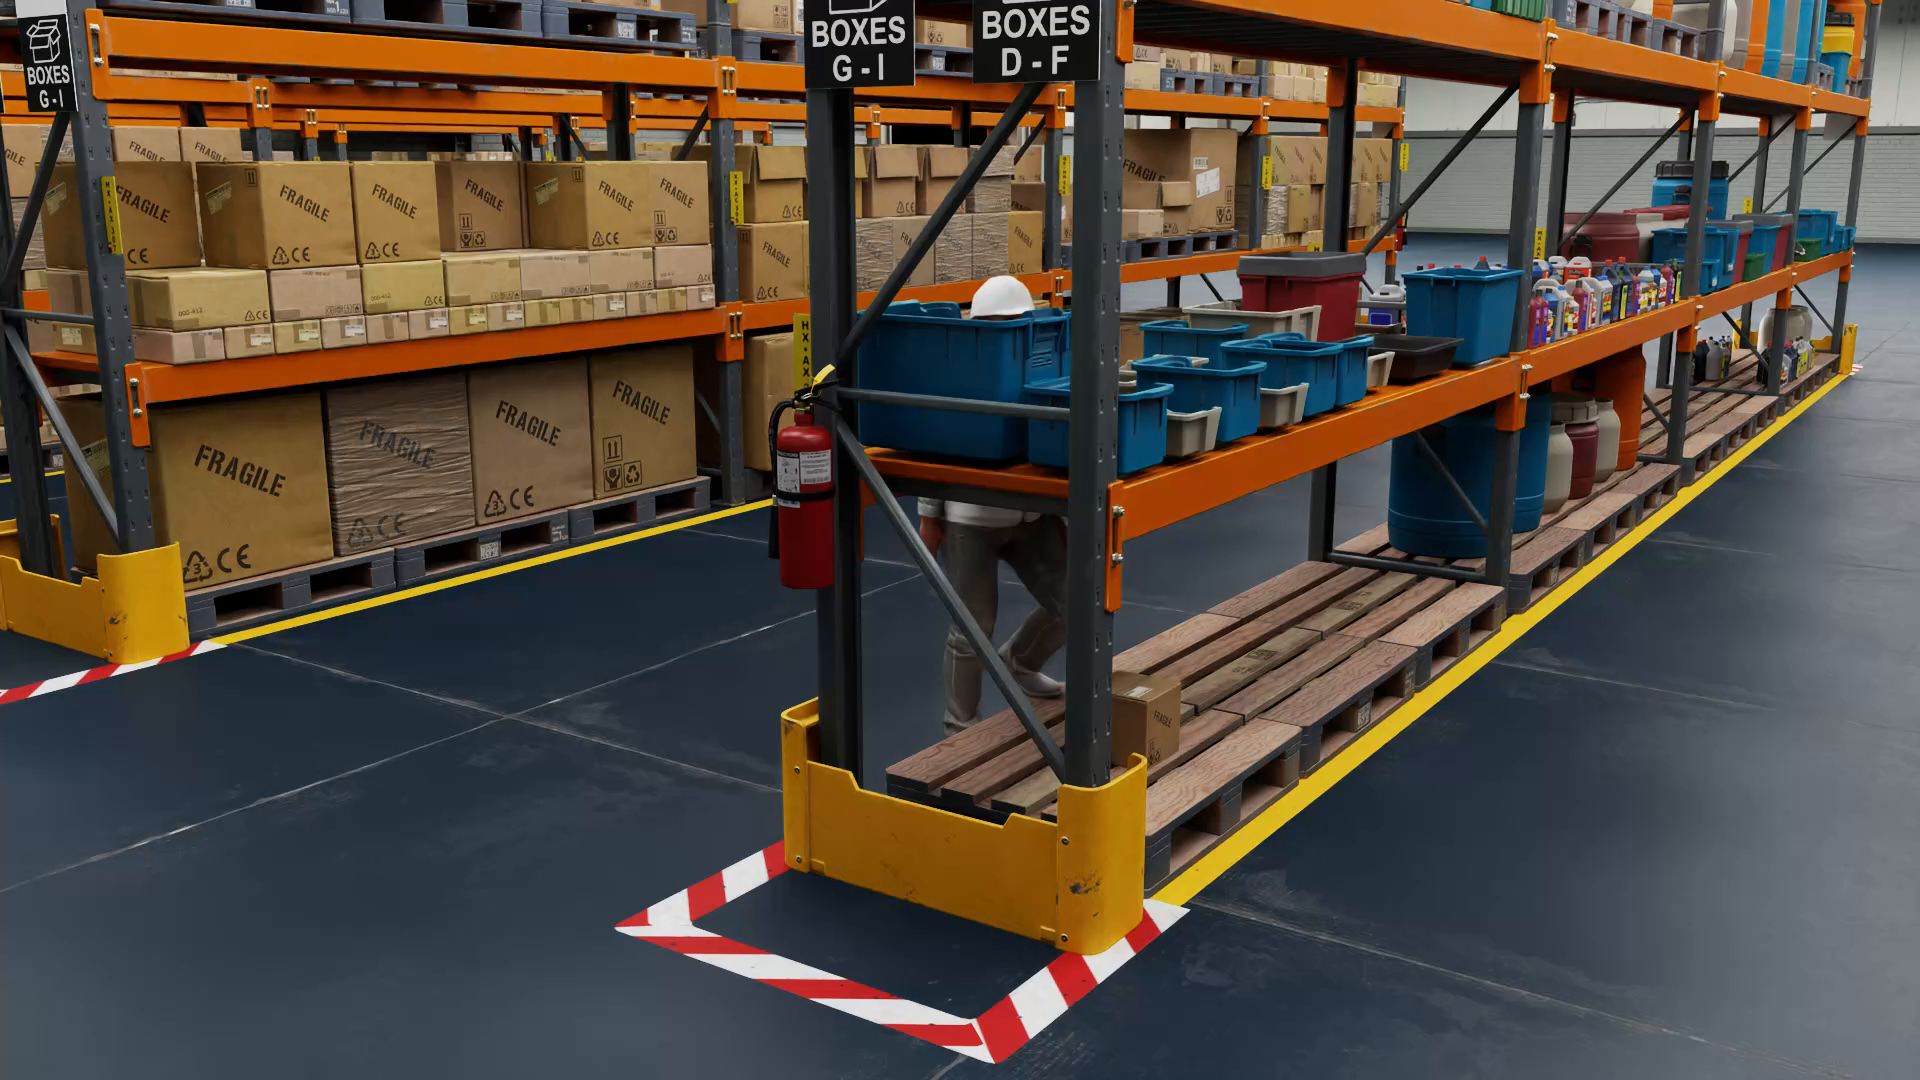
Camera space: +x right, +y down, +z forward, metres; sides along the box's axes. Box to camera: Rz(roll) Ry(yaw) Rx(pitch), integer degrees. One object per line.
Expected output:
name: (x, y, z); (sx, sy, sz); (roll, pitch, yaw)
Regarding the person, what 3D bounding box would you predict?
person: (0.170, -0.065, 6.112); (0.572, 1.790, 0.486); (-12, 17, -42)
